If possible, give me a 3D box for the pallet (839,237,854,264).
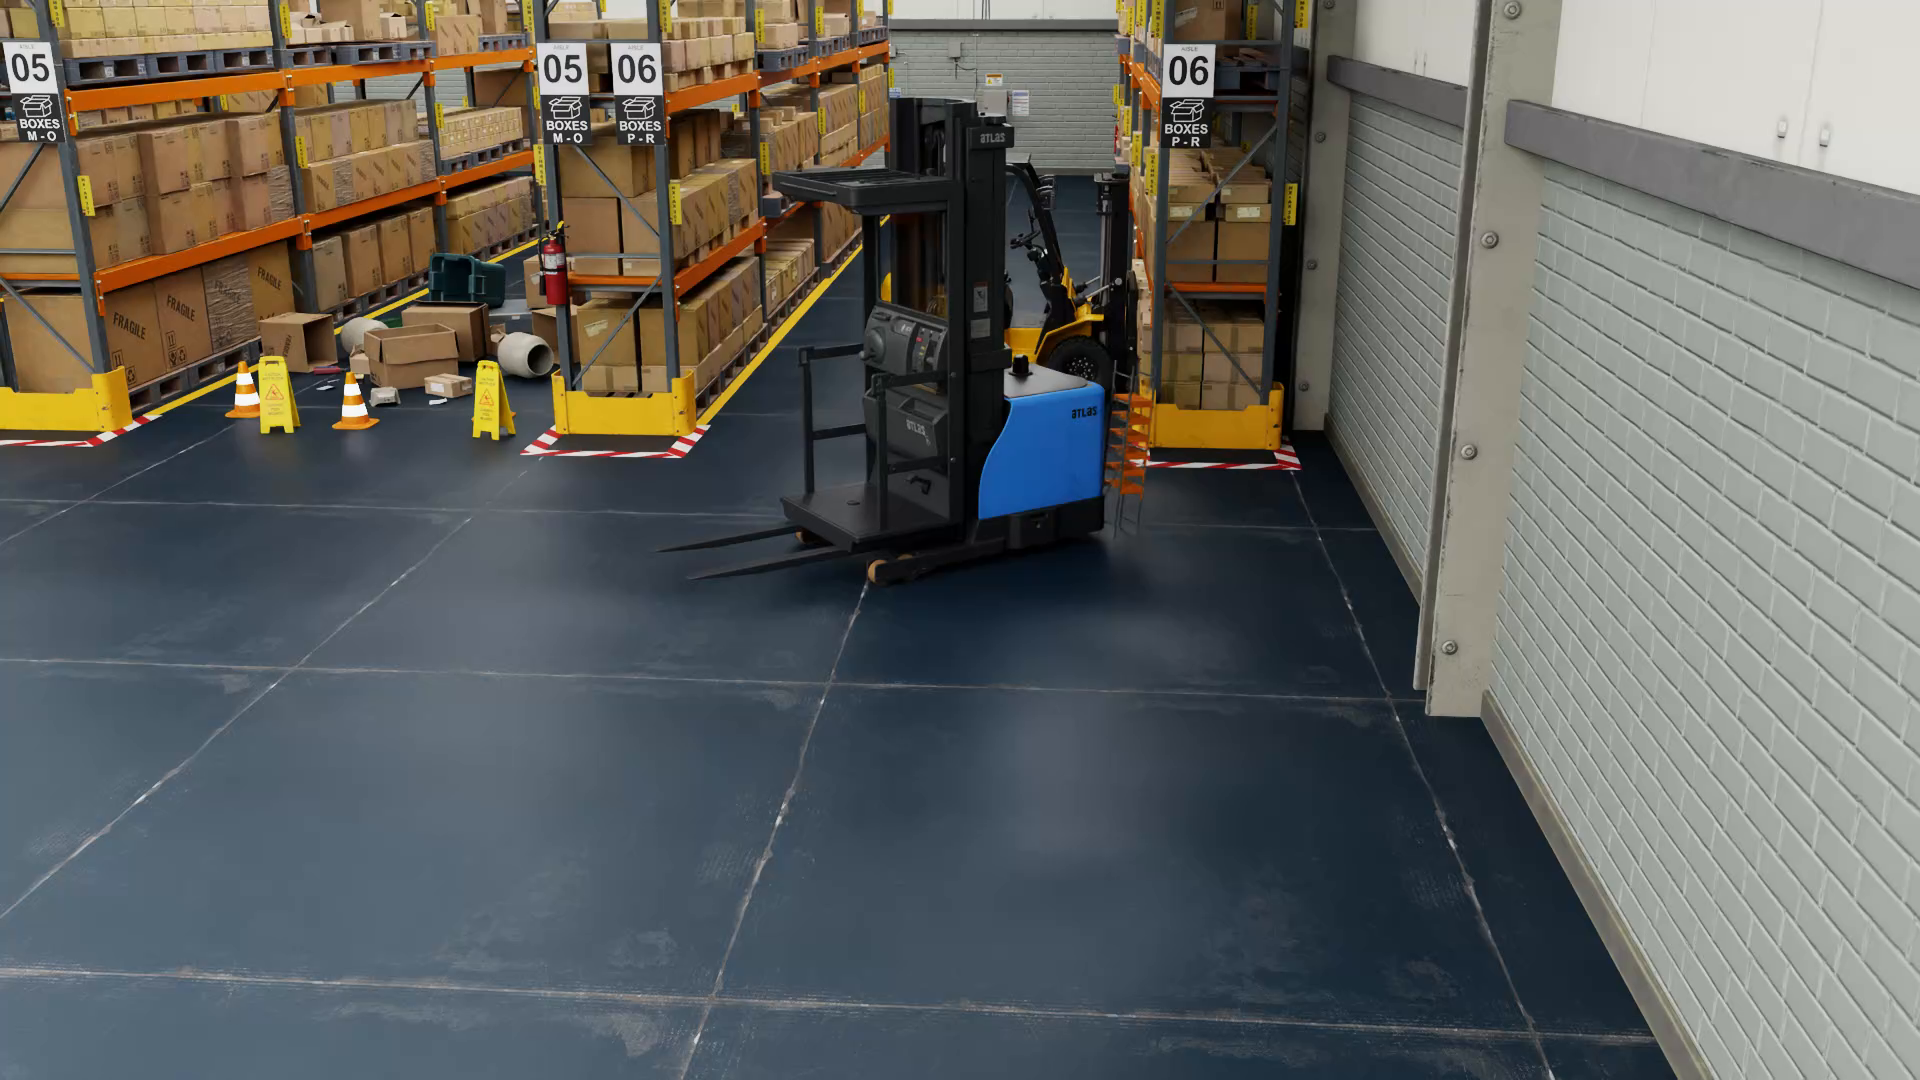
[{"bbox_3d":[-2.080,-4.130,23.687,1.003,0.211,1.213,1,18,4],"label":"pallet"}]

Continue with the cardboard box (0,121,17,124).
[{"bbox_3d":[-12.185,-5.133,21.437,0.500,0.500,0.500,-1,18,-3],"label":"cardboard box"}]

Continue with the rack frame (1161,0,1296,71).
[{"bbox_3d":[2.076,-5.090,12.506,1.000,3.000,0.127,1,18,4],"label":"rack frame"}]

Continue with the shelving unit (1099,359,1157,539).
[{"bbox_3d":[1.138,-0.622,11.374,0.189,1.200,0.258,-4,18,-27],"label":"shelving unit"}]

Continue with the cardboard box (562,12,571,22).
[{"bbox_3d":[-6.575,-8.366,26.759,0.500,0.250,0.500,0,18,2],"label":"cardboard box"}]

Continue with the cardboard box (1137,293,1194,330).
[{"bbox_3d":[1.855,-2.073,15.068,0.500,0.250,0.500,2,18,5],"label":"cardboard box"}]

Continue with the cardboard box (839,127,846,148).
[{"bbox_3d":[-1.883,-5.624,23.208,0.500,0.250,0.500,2,18,5],"label":"cardboard box"}]

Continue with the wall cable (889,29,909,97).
[{"bbox_3d":[-1.347,-9.568,34.123,0.585,1.953,0.123,1,18,4],"label":"wall cable"}]

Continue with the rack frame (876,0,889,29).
[{"bbox_3d":[-1.728,-10.169,28.006,1.000,3.000,0.127,1,18,4],"label":"rack frame"}]

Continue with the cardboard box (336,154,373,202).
[{"bbox_3d":[-7.153,-4.187,19.225,0.500,0.500,0.500,1,18,4],"label":"cardboard box"}]

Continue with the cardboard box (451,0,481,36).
[{"bbox_3d":[-7.201,-7.352,23.387,0.797,0.503,0.637,1,18,3],"label":"cardboard box"}]

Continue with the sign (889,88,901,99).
[{"bbox_3d":[-1.391,-9.219,34.306,0.327,0.218,0.001,1,18,4],"label":"sign"}]

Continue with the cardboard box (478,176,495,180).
[{"bbox_3d":[-7.276,-5.300,24.915,0.500,0.250,0.500,0,18,1],"label":"cardboard box"}]

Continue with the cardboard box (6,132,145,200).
[{"bbox_3d":[-7.807,-3.300,14.702,0.875,0.550,0.550,1,18,4],"label":"cardboard box"}]

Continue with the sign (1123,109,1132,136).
[{"bbox_3d":[2.108,-5.246,20.883,0.100,0.325,0.005,1,18,4],"label":"sign"}]

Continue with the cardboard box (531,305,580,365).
[{"bbox_3d":[-4.022,-2.102,17.032,0.500,0.500,0.500,17,25,41],"label":"cardboard box"}]

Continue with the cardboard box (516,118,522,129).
[{"bbox_3d":[-6.791,-6.249,24.927,0.380,0.149,0.250,2,18,6],"label":"cardboard box"}]

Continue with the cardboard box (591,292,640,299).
[{"bbox_3d":[-3.119,-2.277,15.050,0.380,0.149,0.250,2,18,6],"label":"cardboard box"}]

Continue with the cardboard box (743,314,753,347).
[{"bbox_3d":[-2.391,-2.129,16.845,0.500,0.250,0.500,1,18,2],"label":"cardboard box"}]

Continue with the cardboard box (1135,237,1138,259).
[{"bbox_3d":[2.504,-3.190,19.479,0.875,0.625,0.625,1,18,2],"label":"cardboard box"}]

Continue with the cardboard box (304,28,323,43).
[{"bbox_3d":[-7.211,-5.540,18.265,0.250,0.149,0.380,1,18,4],"label":"cardboard box"}]

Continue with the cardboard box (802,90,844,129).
[{"bbox_3d":[-1.904,-5.975,23.075,0.500,0.500,0.500,2,18,5],"label":"cardboard box"}]

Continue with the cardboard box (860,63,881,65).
[{"bbox_3d":[-1.554,-8.033,28.314,0.380,0.149,0.250,2,18,5],"label":"cardboard box"}]

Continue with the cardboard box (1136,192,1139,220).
[{"bbox_3d":[2.138,-3.573,17.750,0.500,0.250,0.500,2,18,5],"label":"cardboard box"}]

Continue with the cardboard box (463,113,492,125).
[{"bbox_3d":[-6.888,-5.984,23.642,0.380,0.149,0.250,0,18,1],"label":"cardboard box"}]

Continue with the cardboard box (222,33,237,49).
[{"bbox_3d":[-7.293,-4.865,16.206,0.380,0.149,0.250,1,18,4],"label":"cardboard box"}]

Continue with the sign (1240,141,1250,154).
[{"bbox_3d":[2.916,-3.919,17.048,0.100,0.325,0.005,1,18,4],"label":"sign"}]

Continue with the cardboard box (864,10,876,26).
[{"bbox_3d":[-1.671,-8.778,27.983,0.500,0.250,0.500,0,18,-1],"label":"cardboard box"}]

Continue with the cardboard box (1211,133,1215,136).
[{"bbox_3d":[2.921,-4.891,20.329,0.380,0.149,0.250,2,18,5],"label":"cardboard box"}]

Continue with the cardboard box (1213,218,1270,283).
[{"bbox_3d":[2.389,-2.435,13.875,0.500,0.500,0.500,2,18,6],"label":"cardboard box"}]

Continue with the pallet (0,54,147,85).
[{"bbox_3d":[-7.777,-4.042,14.267,1.003,0.211,1.213,1,18,4],"label":"pallet"}]

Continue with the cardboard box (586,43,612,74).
[{"bbox_3d":[-3.107,-4.010,13.788,0.500,0.250,0.500,1,18,3],"label":"cardboard box"}]

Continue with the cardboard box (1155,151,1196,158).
[{"bbox_3d":[2.106,-3.724,16.291,0.380,0.149,0.250,1,18,3],"label":"cardboard box"}]

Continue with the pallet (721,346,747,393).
[{"bbox_3d":[-2.686,-1.677,16.202,1.003,0.211,1.213,1,18,4],"label":"pallet"}]

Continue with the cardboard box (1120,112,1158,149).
[{"bbox_3d":[2.585,-5.664,23.055,0.700,0.500,0.500,1,18,4],"label":"cardboard box"}]

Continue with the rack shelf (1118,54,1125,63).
[{"bbox_3d":[3.080,-7.671,26.355,1.077,0.370,4.000,1,18,4],"label":"rack shelf"}]

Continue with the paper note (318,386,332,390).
[{"bbox_3d":[-6.017,-1.453,15.810,0.144,0.017,0.142,8,20,23],"label":"paper note"}]

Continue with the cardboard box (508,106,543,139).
[{"bbox_3d":[-6.673,-6.492,25.781,0.500,0.500,0.500,1,18,3],"label":"cardboard box"}]

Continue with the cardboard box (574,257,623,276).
[{"bbox_3d":[-3.062,-2.351,14.183,0.380,0.149,0.250,2,18,6],"label":"cardboard box"}]

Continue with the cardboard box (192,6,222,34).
[{"bbox_3d":[-7.387,-4.942,15.800,0.500,0.250,0.500,1,18,3],"label":"cardboard box"}]

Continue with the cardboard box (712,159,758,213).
[{"bbox_3d":[-2.372,-3.637,17.066,0.500,0.500,0.500,1,18,3],"label":"cardboard box"}]

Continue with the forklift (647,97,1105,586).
[{"bbox_3d":[-0.528,-1.288,10.646,3.031,2.935,1.130,-11,21,-31],"label":"forklift"}]

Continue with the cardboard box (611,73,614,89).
[{"bbox_3d":[-3.090,-3.932,14.192,0.380,0.149,0.250,2,18,6],"label":"cardboard box"}]

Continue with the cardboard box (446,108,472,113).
[{"bbox_3d":[-7.460,-6.319,24.665,0.380,0.149,0.250,2,18,5],"label":"cardboard box"}]

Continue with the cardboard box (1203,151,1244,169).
[{"bbox_3d":[2.576,-3.713,16.259,0.380,0.149,0.250,1,18,3],"label":"cardboard box"}]

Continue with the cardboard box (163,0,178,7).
[{"bbox_3d":[-7.368,-4.931,15.125,0.380,0.149,0.250,2,18,5],"label":"cardboard box"}]

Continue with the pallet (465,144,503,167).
[{"bbox_3d":[-7.145,-5.437,23.508,1.003,0.211,1.213,1,18,4],"label":"pallet"}]

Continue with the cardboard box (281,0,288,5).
[{"bbox_3d":[-11.757,-8.925,28.030,0.700,0.500,0.500,1,18,2],"label":"cardboard box"}]

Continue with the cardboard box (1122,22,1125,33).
[{"bbox_3d":[2.420,-7.040,22.841,0.380,0.149,0.250,2,18,5],"label":"cardboard box"}]

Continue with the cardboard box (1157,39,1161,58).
[{"bbox_3d":[1.832,-4.057,13.737,0.380,0.149,0.250,1,18,2],"label":"cardboard box"}]

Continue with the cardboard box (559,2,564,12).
[{"bbox_3d":[-6.549,-8.510,26.557,0.380,0.149,0.250,1,18,2],"label":"cardboard box"}]

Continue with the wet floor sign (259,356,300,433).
[{"bbox_3d":[-5.847,-1.256,14.221,0.267,0.644,0.232,-2,18,-6],"label":"wet floor sign"}]

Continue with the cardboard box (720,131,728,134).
[{"bbox_3d":[-2.784,-4.128,17.892,0.500,0.500,0.500,1,18,3],"label":"cardboard box"}]

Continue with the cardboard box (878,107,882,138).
[{"bbox_3d":[-1.577,-6.895,27.487,0.500,0.500,0.500,2,18,6],"label":"cardboard box"}]

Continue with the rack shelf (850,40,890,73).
[{"bbox_3d":[-1.872,-7.781,26.690,1.077,0.370,4.000,1,18,4],"label":"rack shelf"}]
